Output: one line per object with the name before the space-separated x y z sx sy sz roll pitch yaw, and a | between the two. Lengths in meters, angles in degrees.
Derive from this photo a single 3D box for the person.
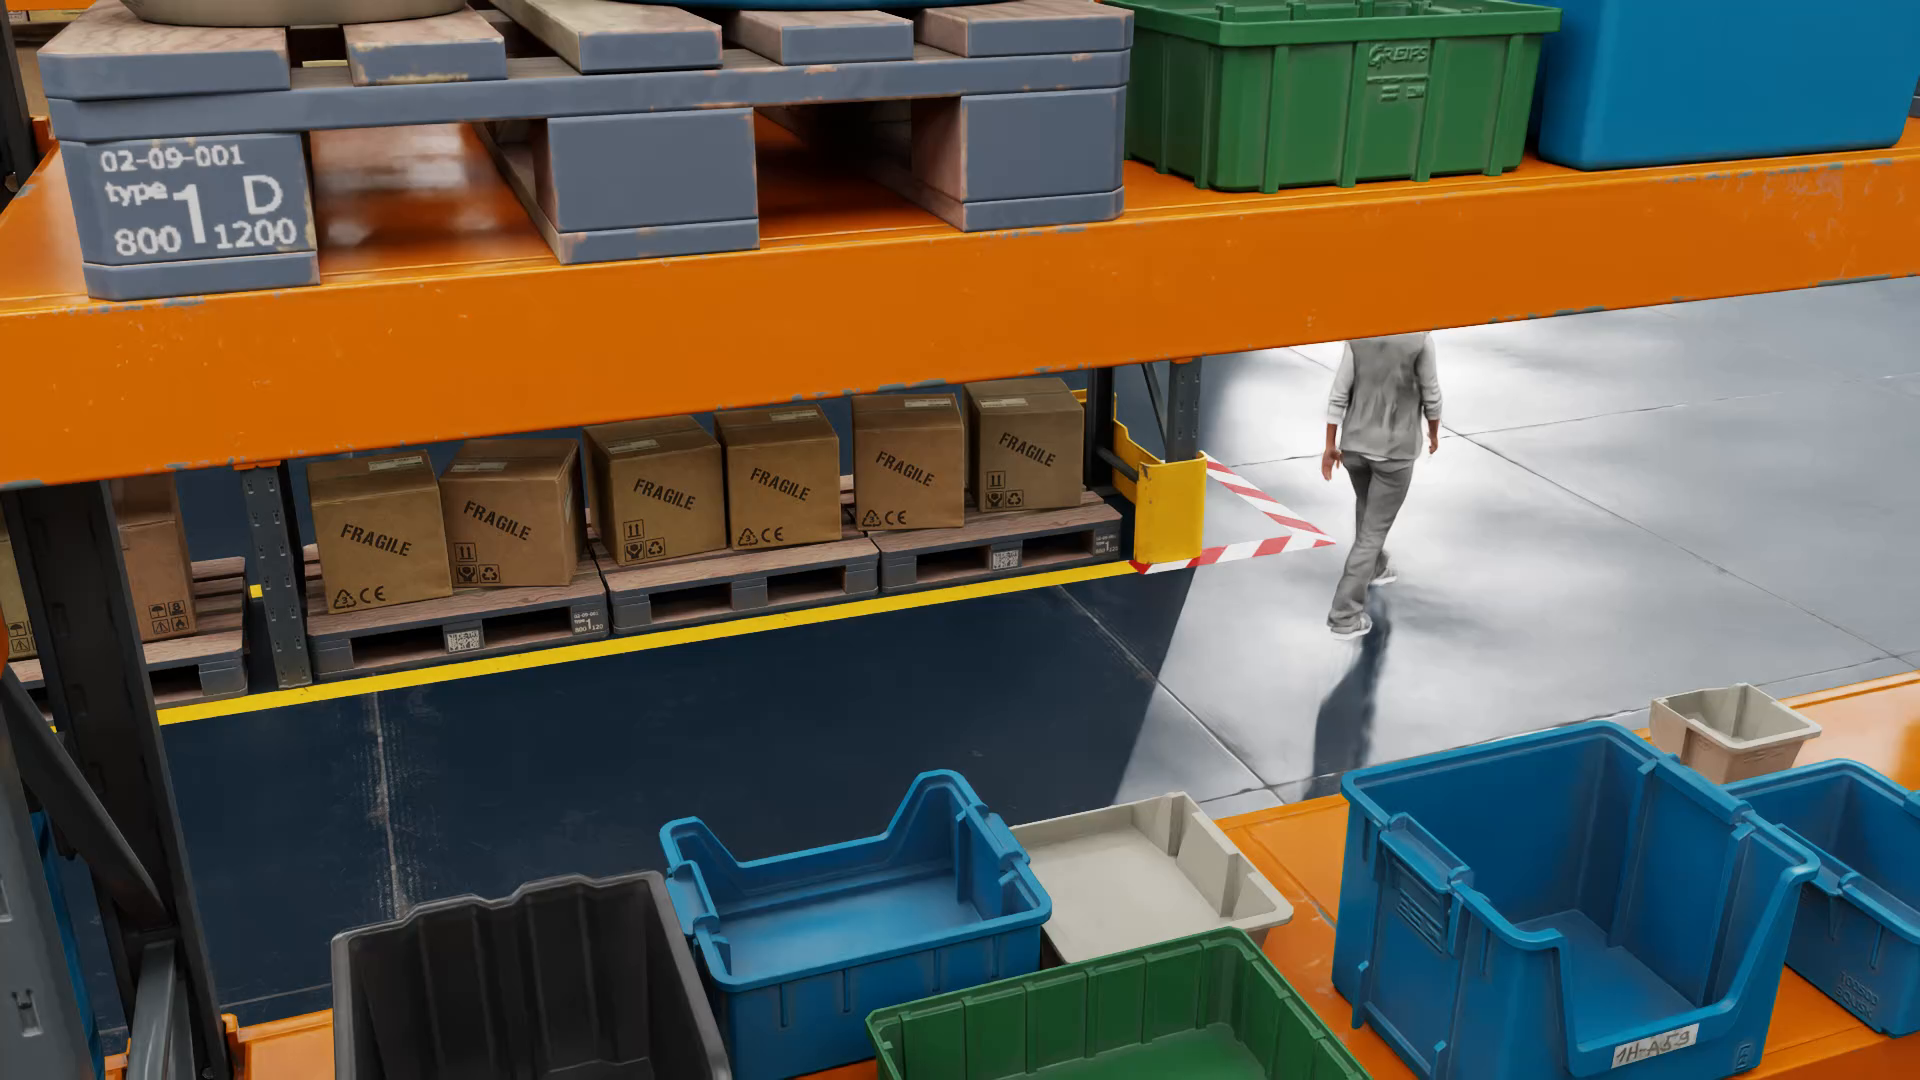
person | 1.810 -0.402 7.028 0.420 1.559 0.853 18 29 36
